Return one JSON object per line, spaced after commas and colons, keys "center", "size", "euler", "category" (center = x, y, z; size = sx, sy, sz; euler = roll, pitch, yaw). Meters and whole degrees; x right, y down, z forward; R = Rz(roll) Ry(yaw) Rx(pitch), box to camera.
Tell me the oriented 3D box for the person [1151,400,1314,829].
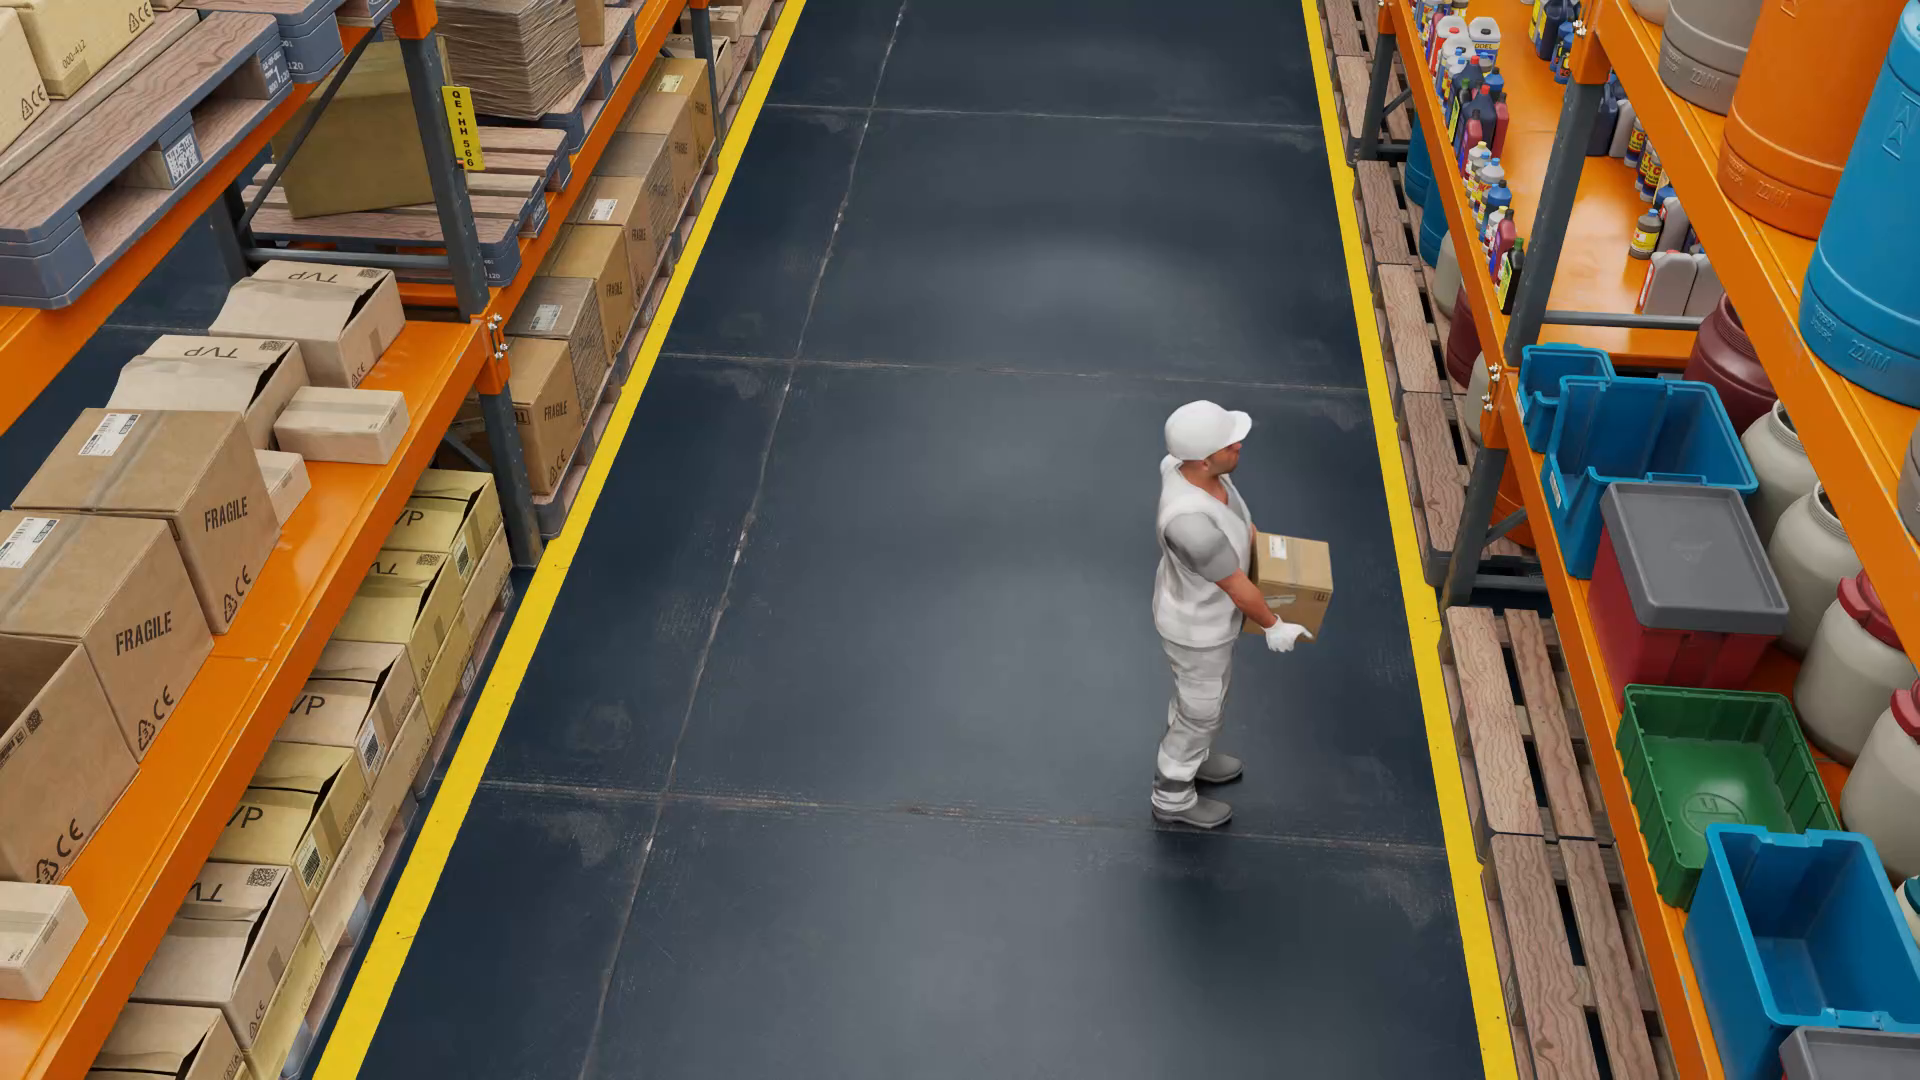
{"center": [0.936, 0.271, 5.816], "size": [0.560, 1.782, 0.493], "euler": [4, 40, 5], "category": "person"}
